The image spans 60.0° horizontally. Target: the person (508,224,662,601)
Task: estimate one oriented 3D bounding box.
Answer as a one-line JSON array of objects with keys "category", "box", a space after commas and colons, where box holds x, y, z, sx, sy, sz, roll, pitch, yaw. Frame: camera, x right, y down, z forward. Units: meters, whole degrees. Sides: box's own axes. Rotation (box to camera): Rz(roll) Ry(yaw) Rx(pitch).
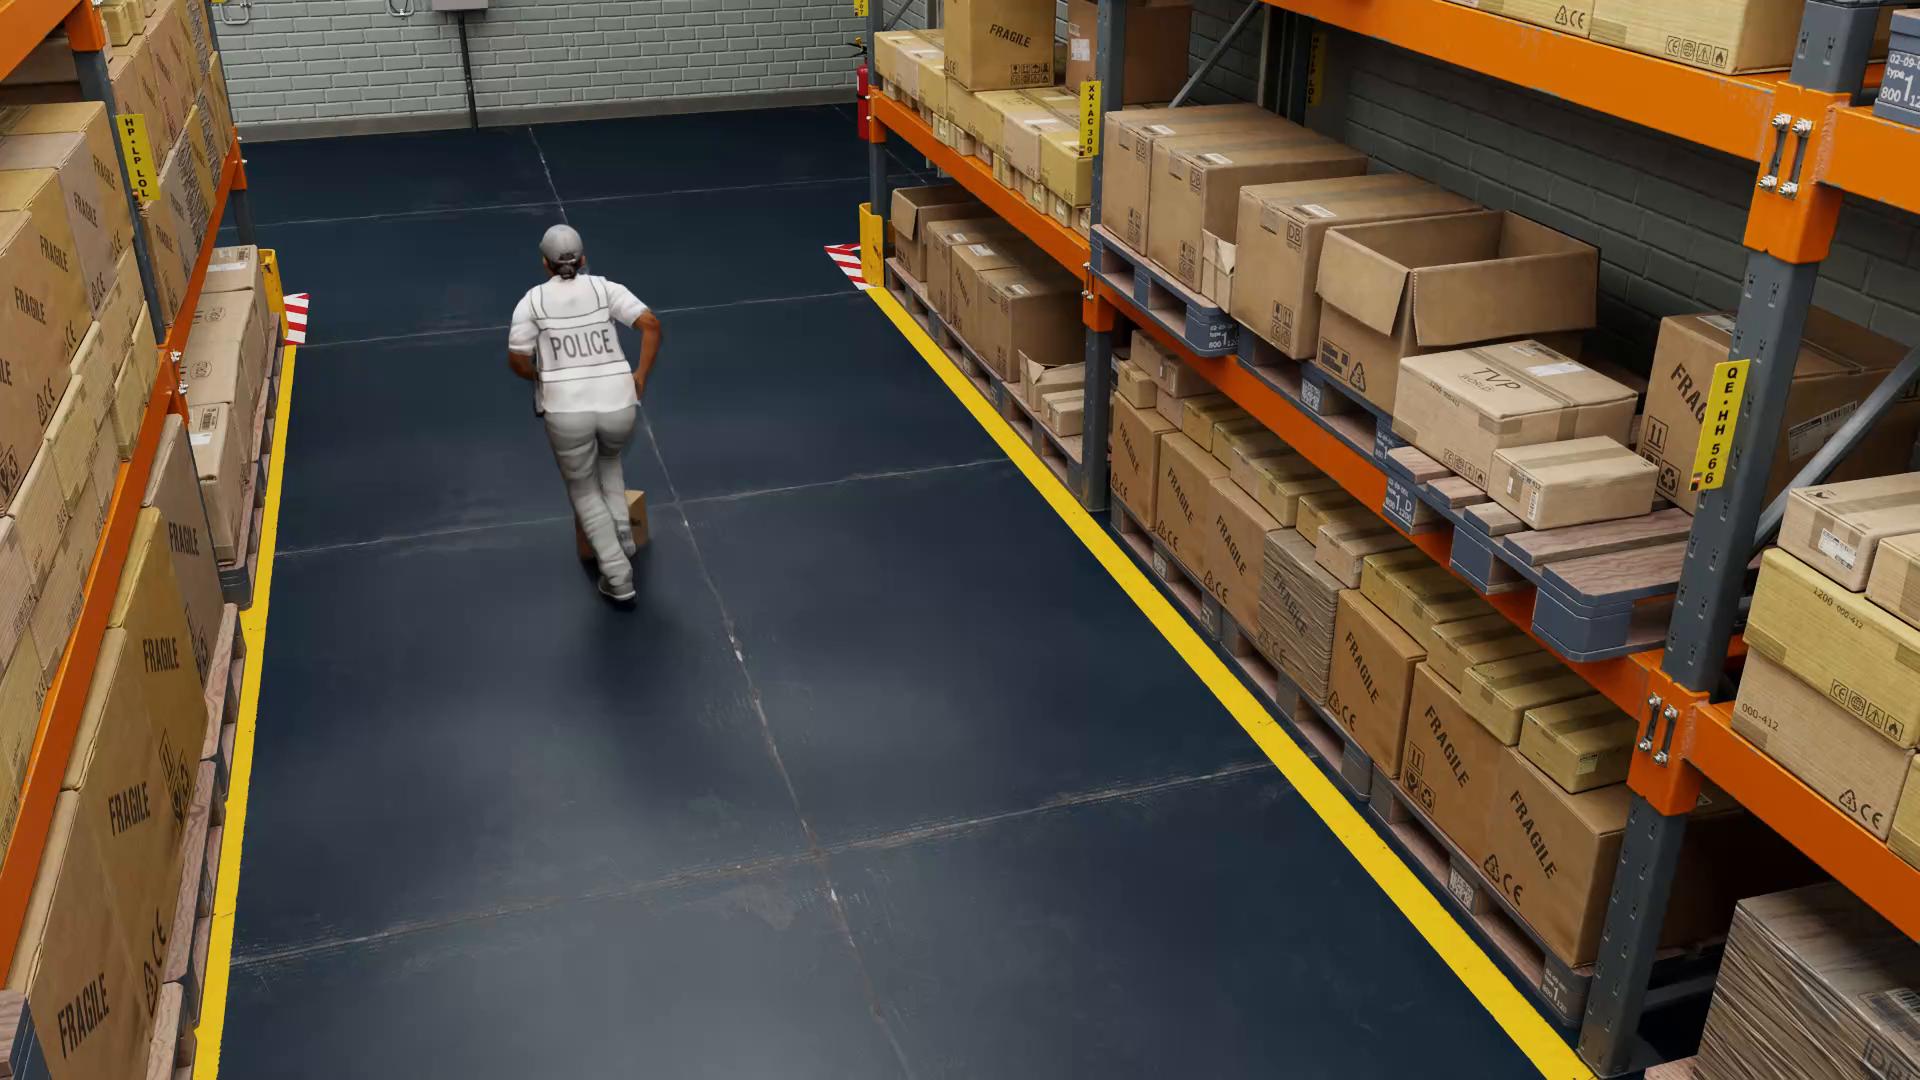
[{"category": "person", "box": [-1.608, -0.562, 7.303, 0.622, 1.576, 0.775, -14, 30, -25]}]
